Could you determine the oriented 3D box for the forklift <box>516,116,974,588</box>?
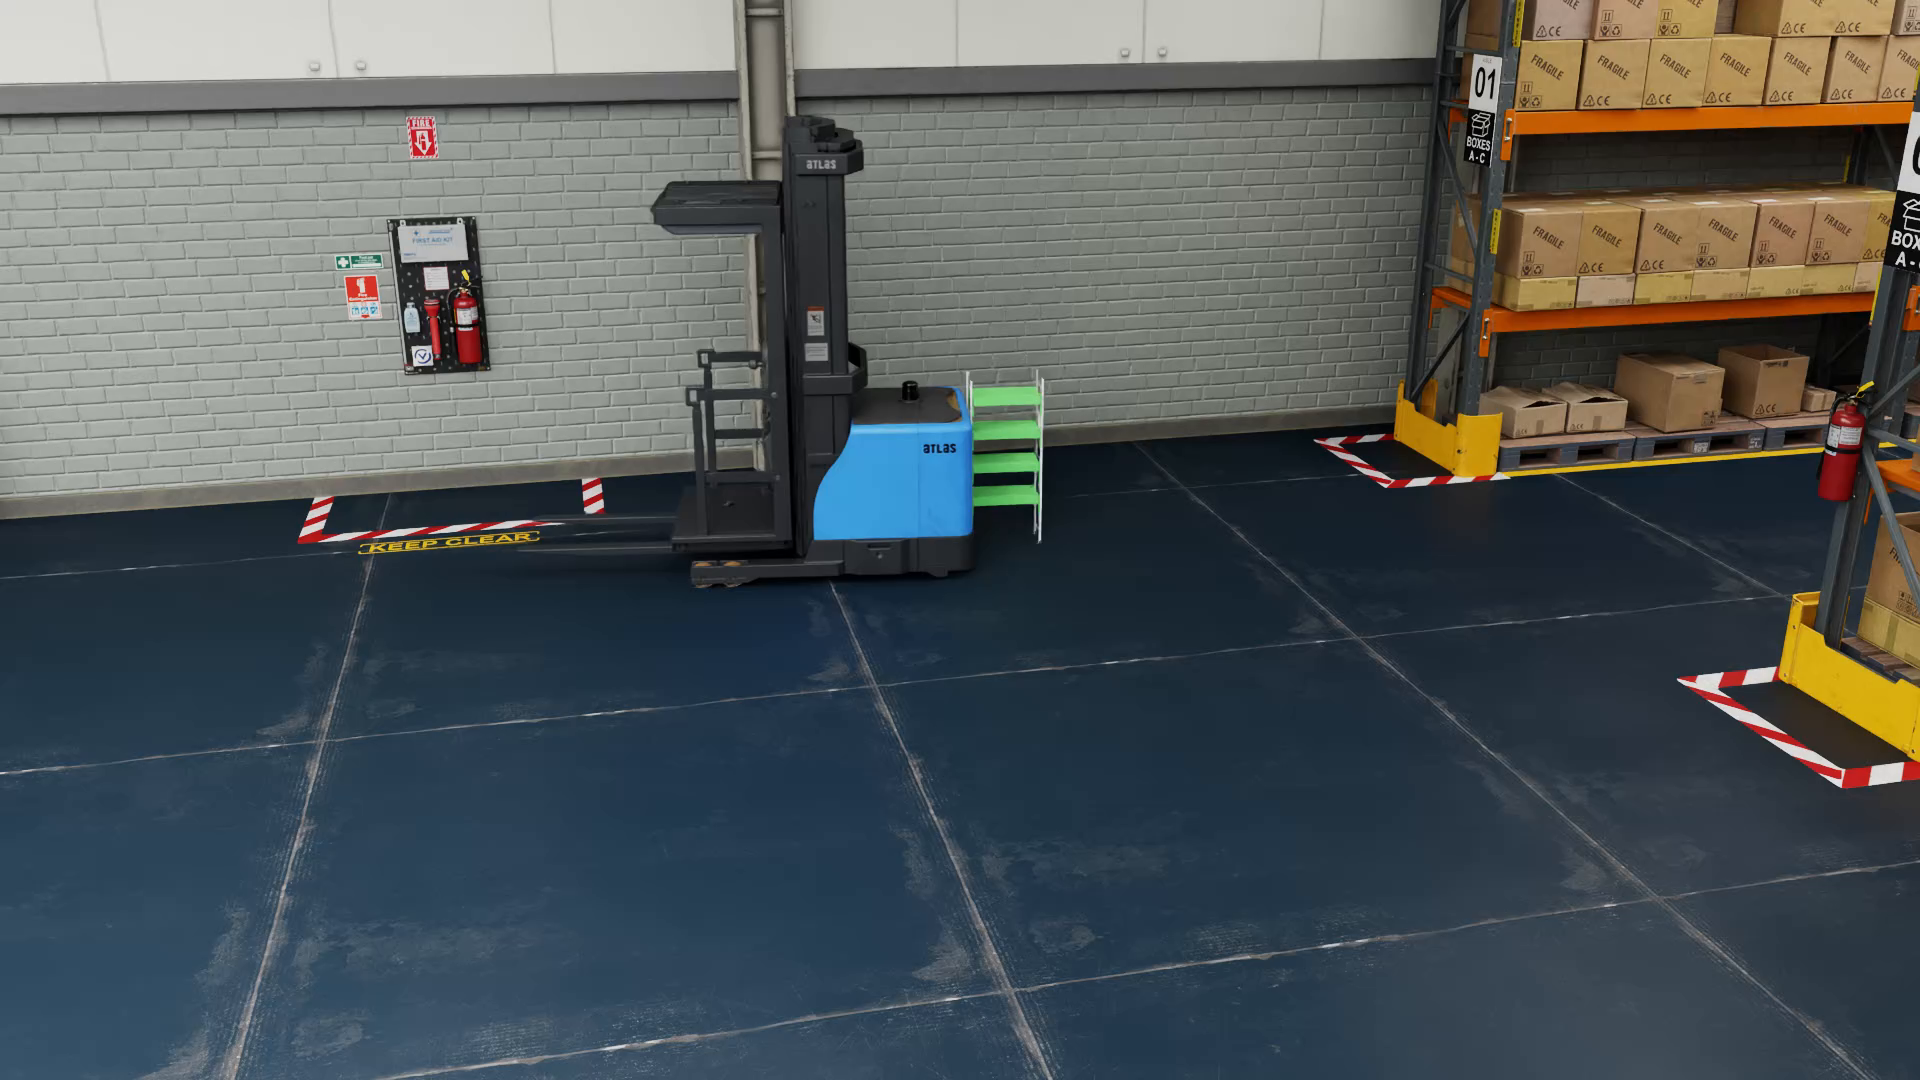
[{"bbox_3d":[-1.446,-1.249,10.964,3.031,2.935,1.130,-1,20,-4],"label":"forklift"}]

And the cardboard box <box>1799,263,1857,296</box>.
[{"bbox_3d":[6.928,-2.183,13.601,0.500,0.250,0.500,-5,21,-12],"label":"cardboard box"}]

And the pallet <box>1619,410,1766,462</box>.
[{"bbox_3d":[5.971,-0.947,14.094,1.213,0.211,1.003,-5,21,-12],"label":"pallet"}]

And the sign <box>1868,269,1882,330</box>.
[{"bbox_3d":[4.945,-1.283,8.927,0.005,0.325,0.100,-5,21,-12],"label":"sign"}]

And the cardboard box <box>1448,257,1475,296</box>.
[{"bbox_3d":[4.323,-2.144,13.495,0.500,0.250,0.500,-4,21,-12],"label":"cardboard box"}]

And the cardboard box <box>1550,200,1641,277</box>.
[{"bbox_3d":[4.930,-2.367,13.014,0.500,0.500,0.500,-5,21,-12],"label":"cardboard box"}]

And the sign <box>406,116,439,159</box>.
[{"bbox_3d":[-3.888,-2.911,12.031,0.199,0.298,0.001,-5,21,-12],"label":"sign"}]

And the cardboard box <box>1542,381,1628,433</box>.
[{"bbox_3d":[5.162,-1.117,13.771,0.500,0.311,0.500,-3,20,-8],"label":"cardboard box"}]

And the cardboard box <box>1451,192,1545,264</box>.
[{"bbox_3d":[4.323,-2.502,13.384,0.500,0.500,0.500,-5,21,-13],"label":"cardboard box"}]

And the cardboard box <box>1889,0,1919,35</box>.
[{"bbox_3d":[7.380,-4.223,12.994,0.500,0.500,0.500,-6,21,-17],"label":"cardboard box"}]

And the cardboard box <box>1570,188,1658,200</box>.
[{"bbox_3d":[5.317,-2.581,13.599,0.500,0.500,0.500,-5,21,-14],"label":"cardboard box"}]

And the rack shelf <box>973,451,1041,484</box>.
[{"bbox_3d":[0.309,-0.511,11.651,0.480,0.148,0.258,-2,20,-6],"label":"rack shelf"}]

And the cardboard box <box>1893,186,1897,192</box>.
[{"bbox_3d":[8.309,-2.702,14.044,0.500,0.500,0.700,-5,21,-12],"label":"cardboard box"}]

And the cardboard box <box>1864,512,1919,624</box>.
[{"bbox_3d":[5.510,0.155,9.328,0.500,0.500,0.500,-5,21,-12],"label":"cardboard box"}]

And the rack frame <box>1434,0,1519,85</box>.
[{"bbox_3d":[3.913,-4.920,12.162,0.127,3.000,1.000,-5,21,-12],"label":"rack frame"}]

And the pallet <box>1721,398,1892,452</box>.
[{"bbox_3d":[7.160,-1.045,14.361,1.213,0.211,1.003,-5,21,-12],"label":"pallet"}]

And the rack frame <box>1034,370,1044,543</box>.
[{"bbox_3d":[0.551,-0.581,11.655,0.015,1.200,0.240,-2,20,-6],"label":"rack frame"}]

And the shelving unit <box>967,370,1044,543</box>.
[{"bbox_3d":[0.309,-0.571,11.629,0.503,1.200,0.258,-2,20,-6],"label":"shelving unit"}]

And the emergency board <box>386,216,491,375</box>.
[{"bbox_3d":[-3.858,-1.790,12.340,0.643,1.169,0.194,-5,21,-12],"label":"emergency board"}]

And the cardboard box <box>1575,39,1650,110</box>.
[{"bbox_3d":[4.827,-3.541,12.585,0.500,0.500,0.500,-3,20,-9],"label":"cardboard box"}]

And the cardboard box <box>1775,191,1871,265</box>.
[{"bbox_3d":[6.932,-2.528,13.454,0.500,0.500,0.500,-5,21,-13],"label":"cardboard box"}]

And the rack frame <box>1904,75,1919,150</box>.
[{"bbox_3d":[5.056,-3.262,7.636,0.127,3.000,1.000,-5,21,-12],"label":"rack frame"}]

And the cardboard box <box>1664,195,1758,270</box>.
[{"bbox_3d":[5.934,-2.451,13.242,0.500,0.500,0.500,-4,20,-11],"label":"cardboard box"}]

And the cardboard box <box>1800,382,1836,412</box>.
[{"bbox_3d":[7.292,-1.243,14.327,0.250,0.166,0.380,-7,21,-20],"label":"cardboard box"}]

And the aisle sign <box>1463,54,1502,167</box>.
[{"bbox_3d":[3.912,-3.217,12.457,0.004,0.787,0.394,-5,21,-12],"label":"aisle sign"}]

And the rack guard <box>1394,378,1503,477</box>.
[{"bbox_3d":[3.987,-0.935,13.641,0.348,0.500,1.175,-5,21,-12],"label":"rack guard"}]

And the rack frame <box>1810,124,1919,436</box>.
[{"bbox_3d":[7.806,-2.419,14.058,0.127,3.000,1.000,-5,21,-12],"label":"rack frame"}]

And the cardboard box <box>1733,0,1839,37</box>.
[{"bbox_3d":[6.344,-4.132,12.743,0.500,0.500,0.500,-5,21,-14],"label":"cardboard box"}]

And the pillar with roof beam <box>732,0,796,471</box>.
[{"bbox_3d":[-0.453,-3.349,7.874,0.400,9.000,9.100,-5,21,-12],"label":"pillar with roof beam"}]

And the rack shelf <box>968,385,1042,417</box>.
[{"bbox_3d":[0.309,-0.962,11.486,0.480,0.148,0.258,-2,20,-6],"label":"rack shelf"}]

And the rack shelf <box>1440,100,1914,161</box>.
[{"bbox_3d":[5.859,-3.332,13.234,4.000,0.370,1.077,-5,21,-12],"label":"rack shelf"}]

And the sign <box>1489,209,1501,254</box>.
[{"bbox_3d":[4.038,-2.328,12.550,0.005,0.325,0.100,-5,21,-12],"label":"sign"}]

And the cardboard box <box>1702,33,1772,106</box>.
[{"bbox_3d":[5.848,-3.633,12.836,0.500,0.500,0.500,-3,20,-9],"label":"cardboard box"}]

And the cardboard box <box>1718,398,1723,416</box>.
[{"bbox_3d":[6.244,-1.167,14.146,0.250,0.149,0.380,-6,21,-17],"label":"cardboard box"}]

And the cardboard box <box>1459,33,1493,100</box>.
[{"bbox_3d":[4.261,-3.685,12.979,0.500,0.500,0.500,-3,20,-9],"label":"cardboard box"}]

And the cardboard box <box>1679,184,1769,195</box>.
[{"bbox_3d":[6.310,-2.666,13.830,0.500,0.500,0.500,-4,21,-11],"label":"cardboard box"}]

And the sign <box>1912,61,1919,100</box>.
[{"bbox_3d":[4.945,-2.415,8.513,0.005,0.325,0.100,-5,21,-12],"label":"sign"}]

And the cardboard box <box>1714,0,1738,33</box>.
[{"bbox_3d":[5.777,-4.275,13.134,0.500,0.500,0.500,-5,21,-13],"label":"cardboard box"}]

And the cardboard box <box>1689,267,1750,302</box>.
[{"bbox_3d":[5.952,-2.098,13.369,0.500,0.250,0.500,-4,21,-12],"label":"cardboard box"}]

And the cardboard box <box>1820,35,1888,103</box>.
[{"bbox_3d":[6.876,-3.726,13.089,0.500,0.500,0.500,-6,21,-17],"label":"cardboard box"}]

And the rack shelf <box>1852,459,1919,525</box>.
[{"bbox_3d":[7.003,-0.265,9.224,4.000,0.370,1.077,-5,21,-12],"label":"rack shelf"}]

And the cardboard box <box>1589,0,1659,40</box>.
[{"bbox_3d":[4.843,-4.009,12.409,0.500,0.500,0.500,-5,21,-13],"label":"cardboard box"}]

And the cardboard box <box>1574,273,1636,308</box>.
[{"bbox_3d":[4.963,-2.020,13.157,0.500,0.250,0.500,-5,21,-14],"label":"cardboard box"}]

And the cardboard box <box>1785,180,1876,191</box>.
[{"bbox_3d":[7.300,-2.743,14.041,0.500,0.500,0.500,-5,21,-14],"label":"cardboard box"}]

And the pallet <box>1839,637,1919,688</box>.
[{"bbox_3d":[5.791,0.790,9.352,1.213,0.211,1.003,-5,21,-12],"label":"pallet"}]
